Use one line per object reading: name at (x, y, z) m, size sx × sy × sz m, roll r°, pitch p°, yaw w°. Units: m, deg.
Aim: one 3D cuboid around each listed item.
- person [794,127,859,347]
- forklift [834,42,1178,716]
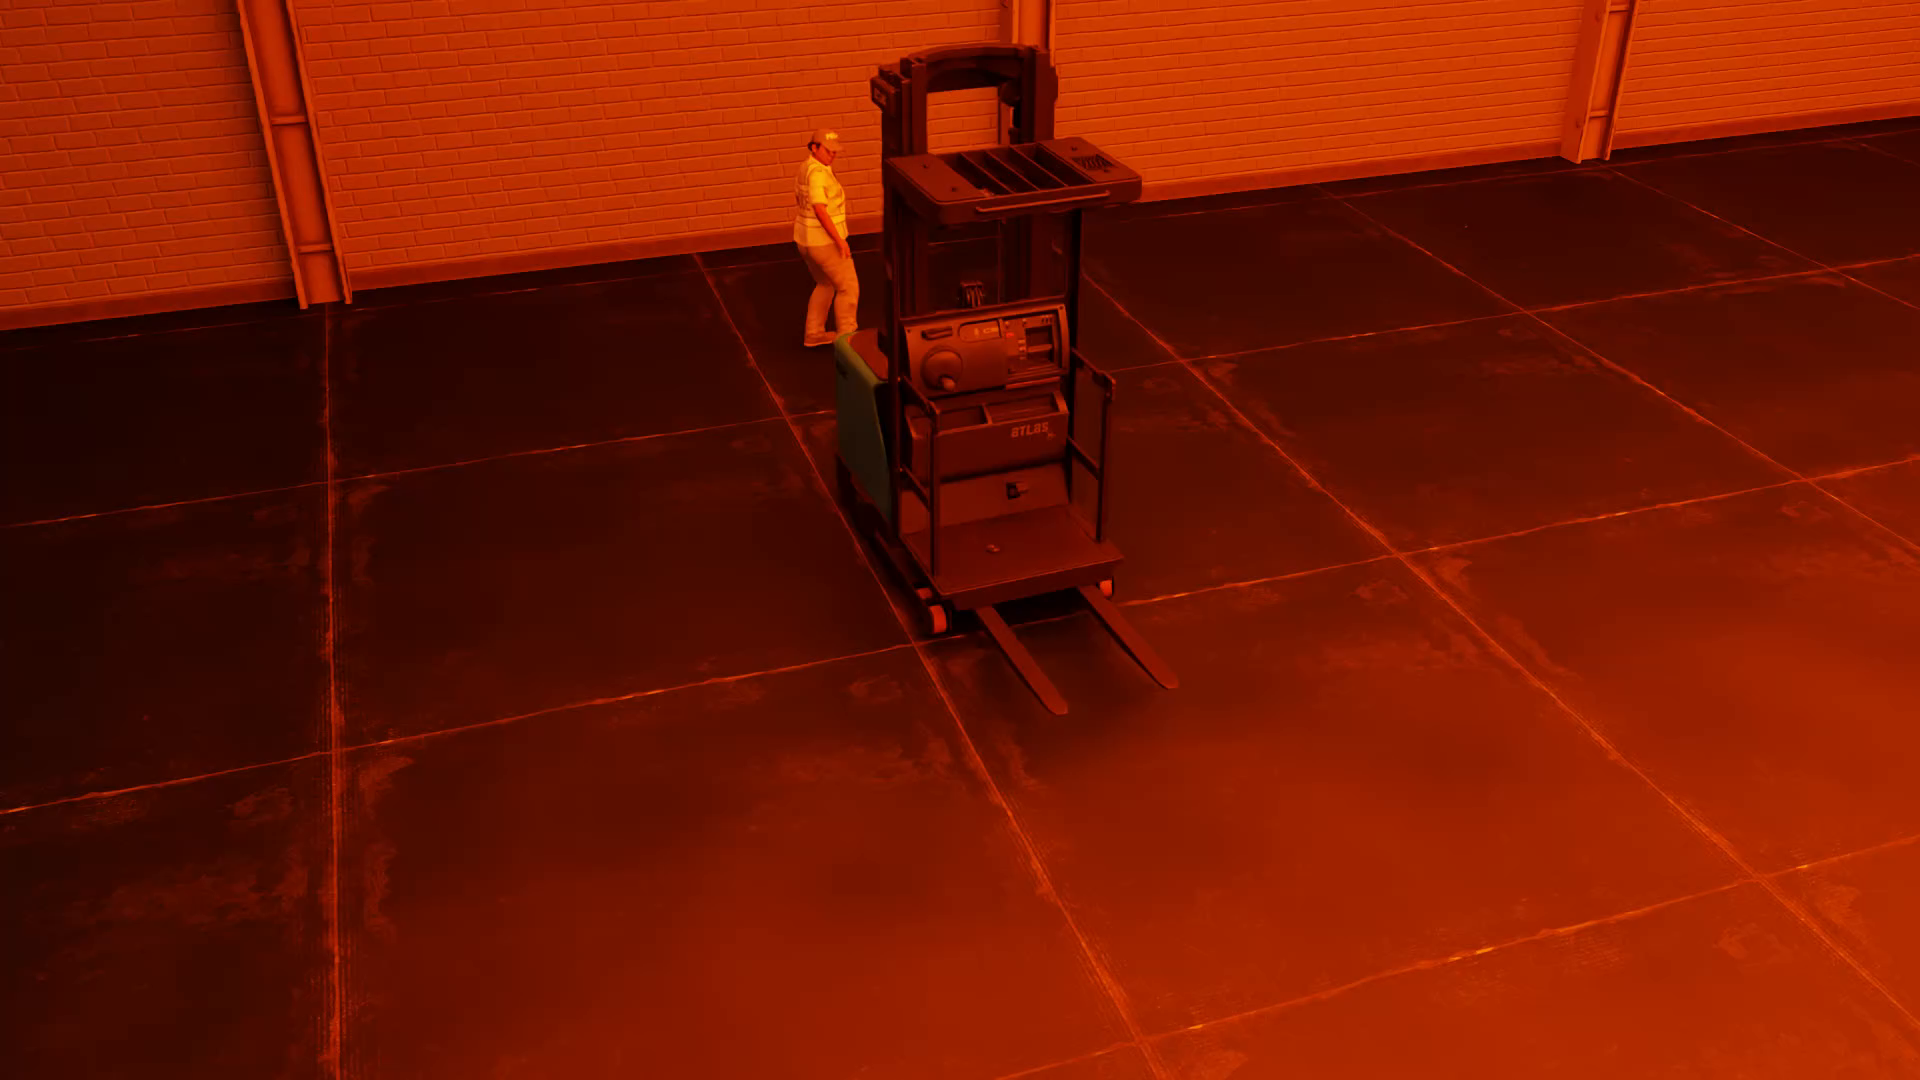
person at (-0.958, -2.201, 12.207) m, size 0.514 × 1.646 × 0.687 m, roll -15°, pitch 33°, yaw -24°
forklift at (0.230, -0.988, 8.803) m, size 1.130 × 2.935 × 3.031 m, roll -11°, pitch 32°, yaw -18°
